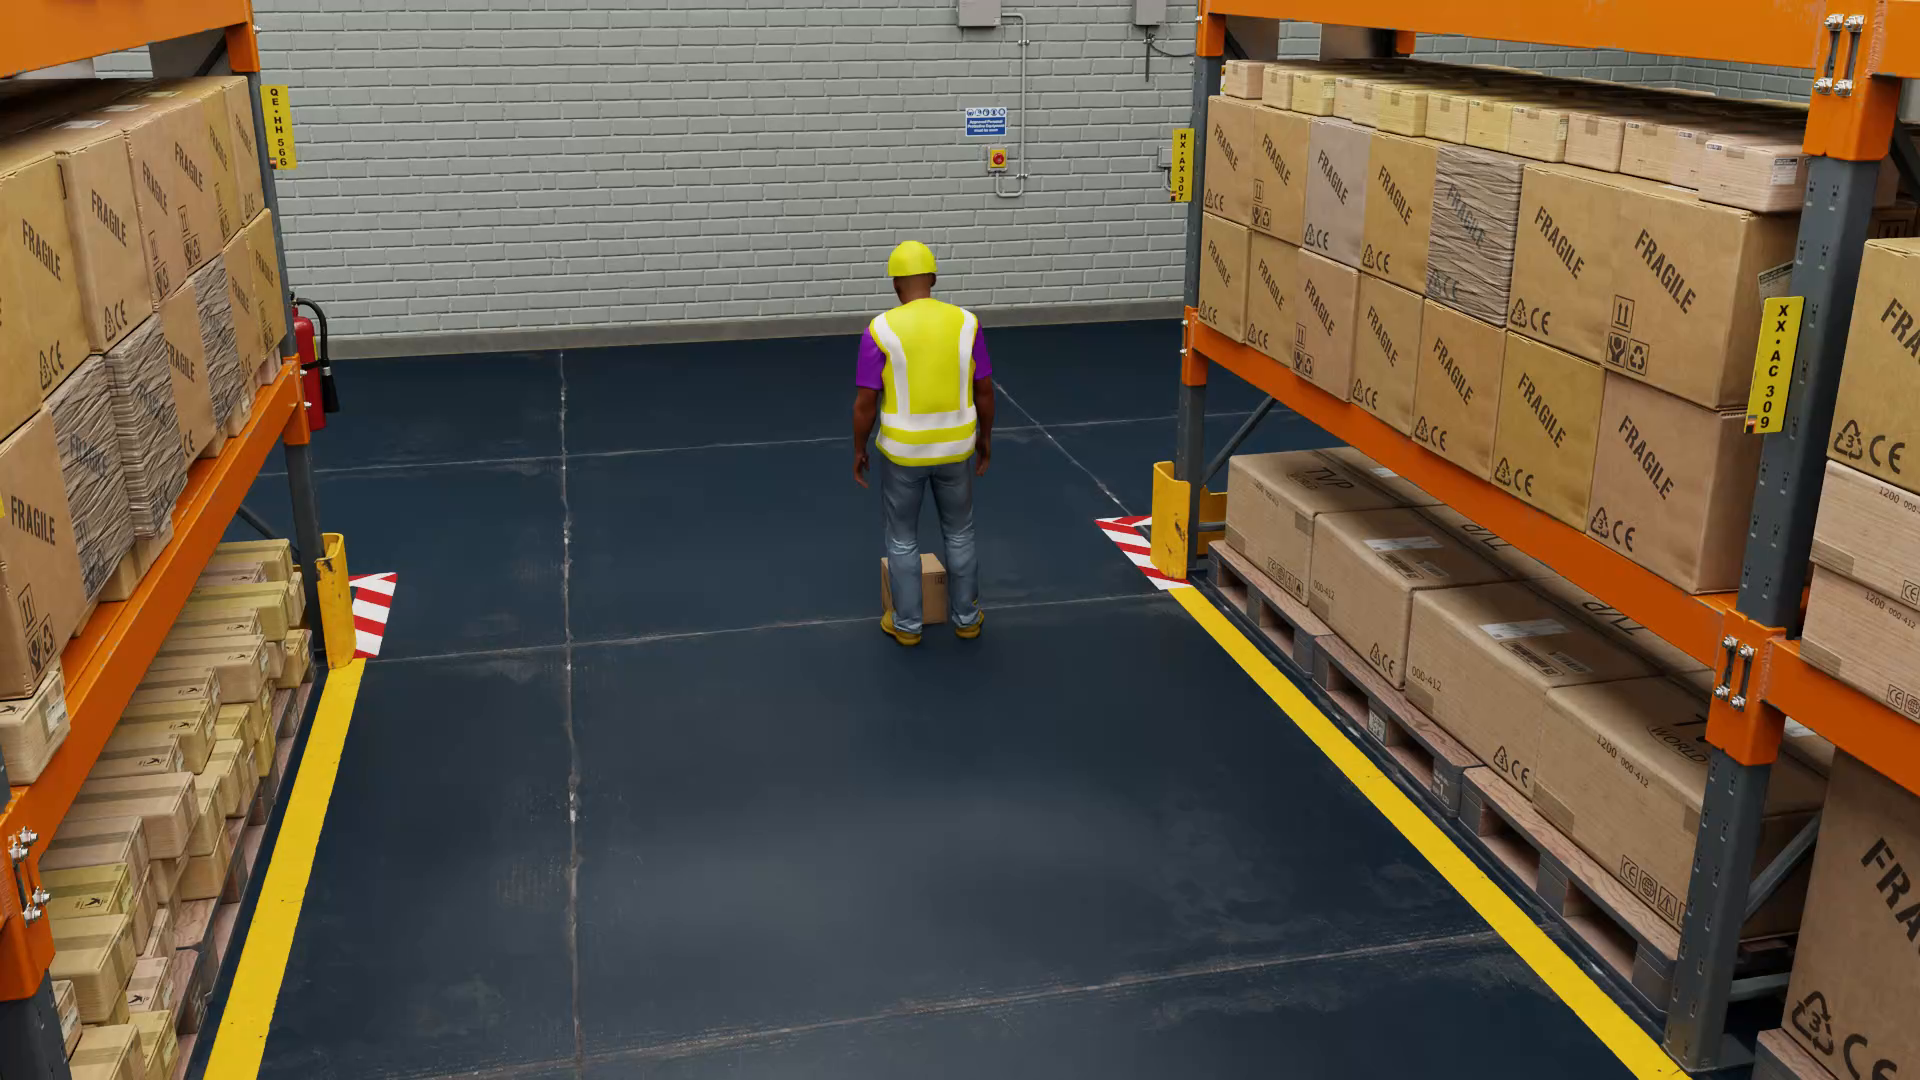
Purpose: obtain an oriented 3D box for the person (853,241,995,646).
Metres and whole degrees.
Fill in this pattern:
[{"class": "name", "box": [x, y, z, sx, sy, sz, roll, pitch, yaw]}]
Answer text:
[{"class": "person", "box": [-0.160, -0.408, 7.196, 0.635, 1.760, 0.457, -6, 20, -16]}]
